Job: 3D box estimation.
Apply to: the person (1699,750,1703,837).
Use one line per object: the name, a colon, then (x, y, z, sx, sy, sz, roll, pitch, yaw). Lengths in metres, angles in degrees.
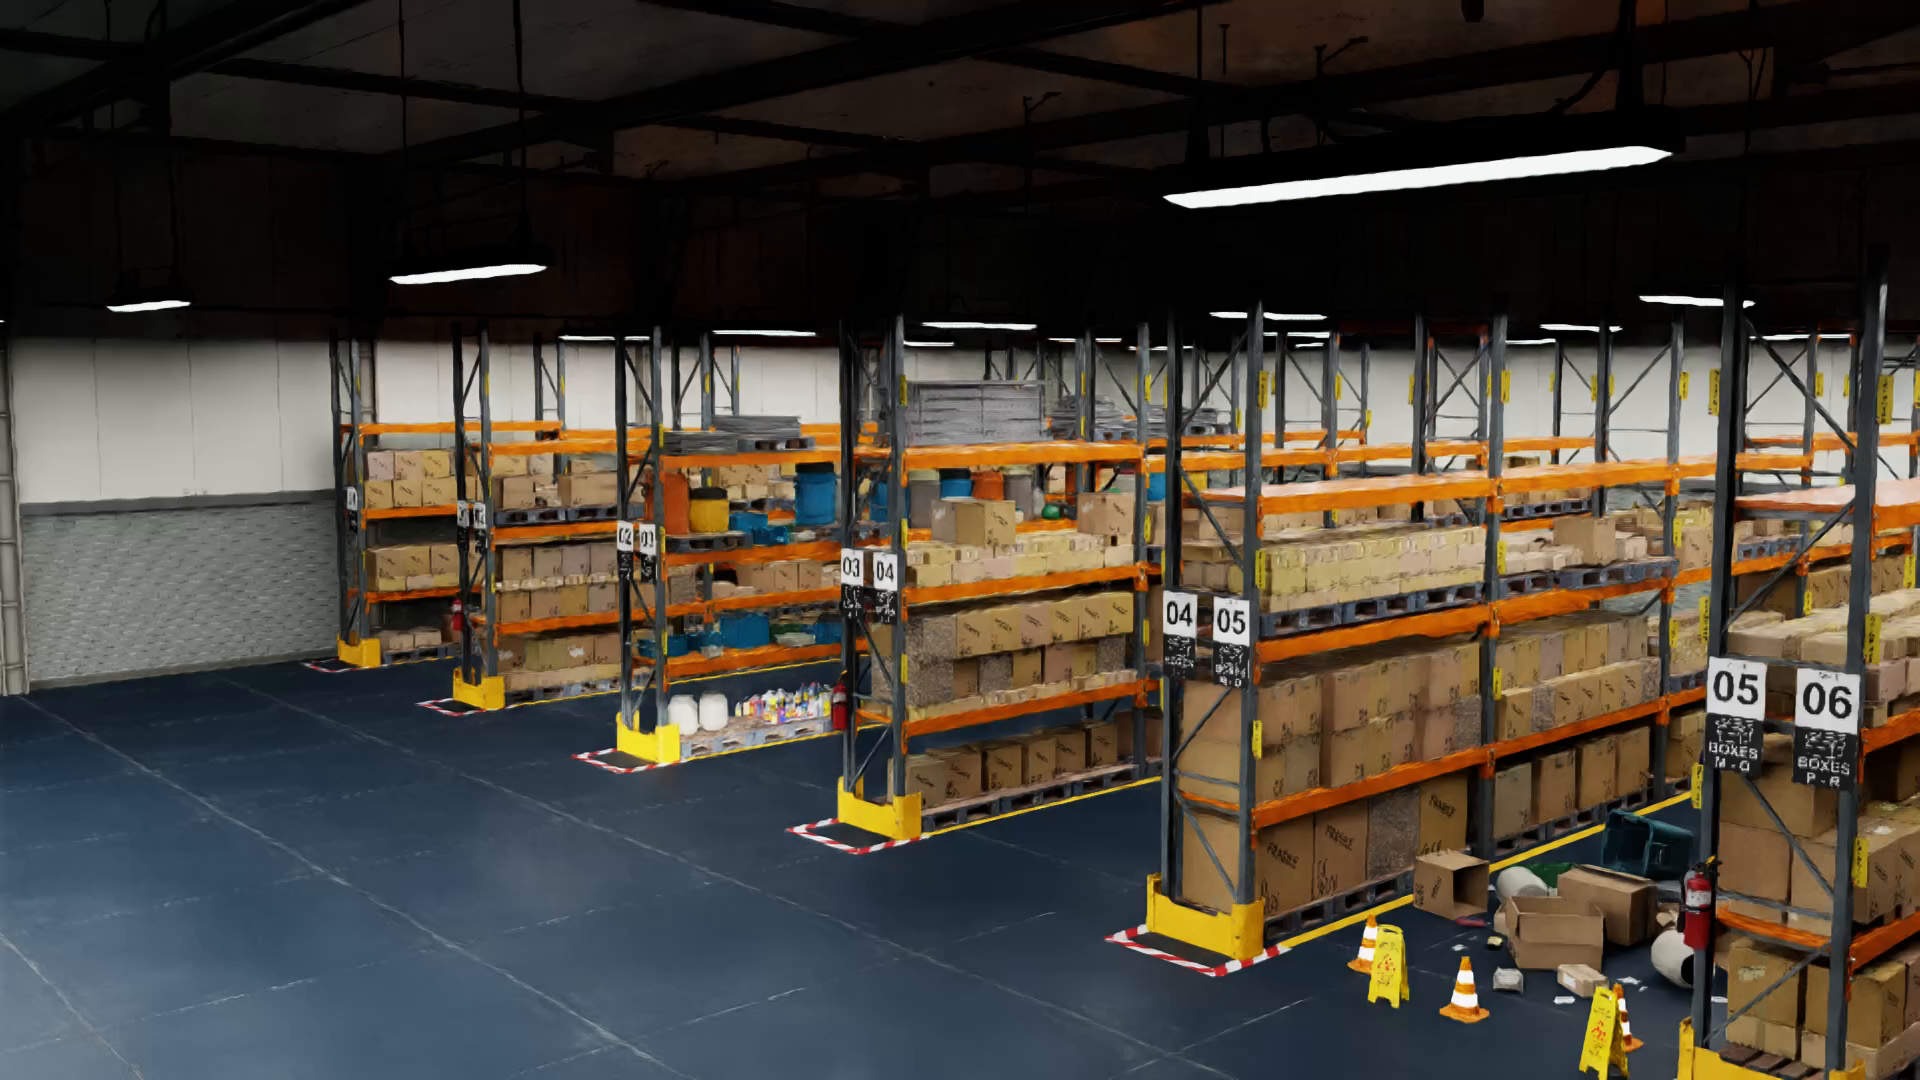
person: (8.493, 2.504, 18.558, 0.429, 1.653, 0.530, 2, 6, 16)

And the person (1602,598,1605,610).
person: (12.887, 0.987, 33.505, 0.579, 1.753, 0.609, -1, 6, -6)
